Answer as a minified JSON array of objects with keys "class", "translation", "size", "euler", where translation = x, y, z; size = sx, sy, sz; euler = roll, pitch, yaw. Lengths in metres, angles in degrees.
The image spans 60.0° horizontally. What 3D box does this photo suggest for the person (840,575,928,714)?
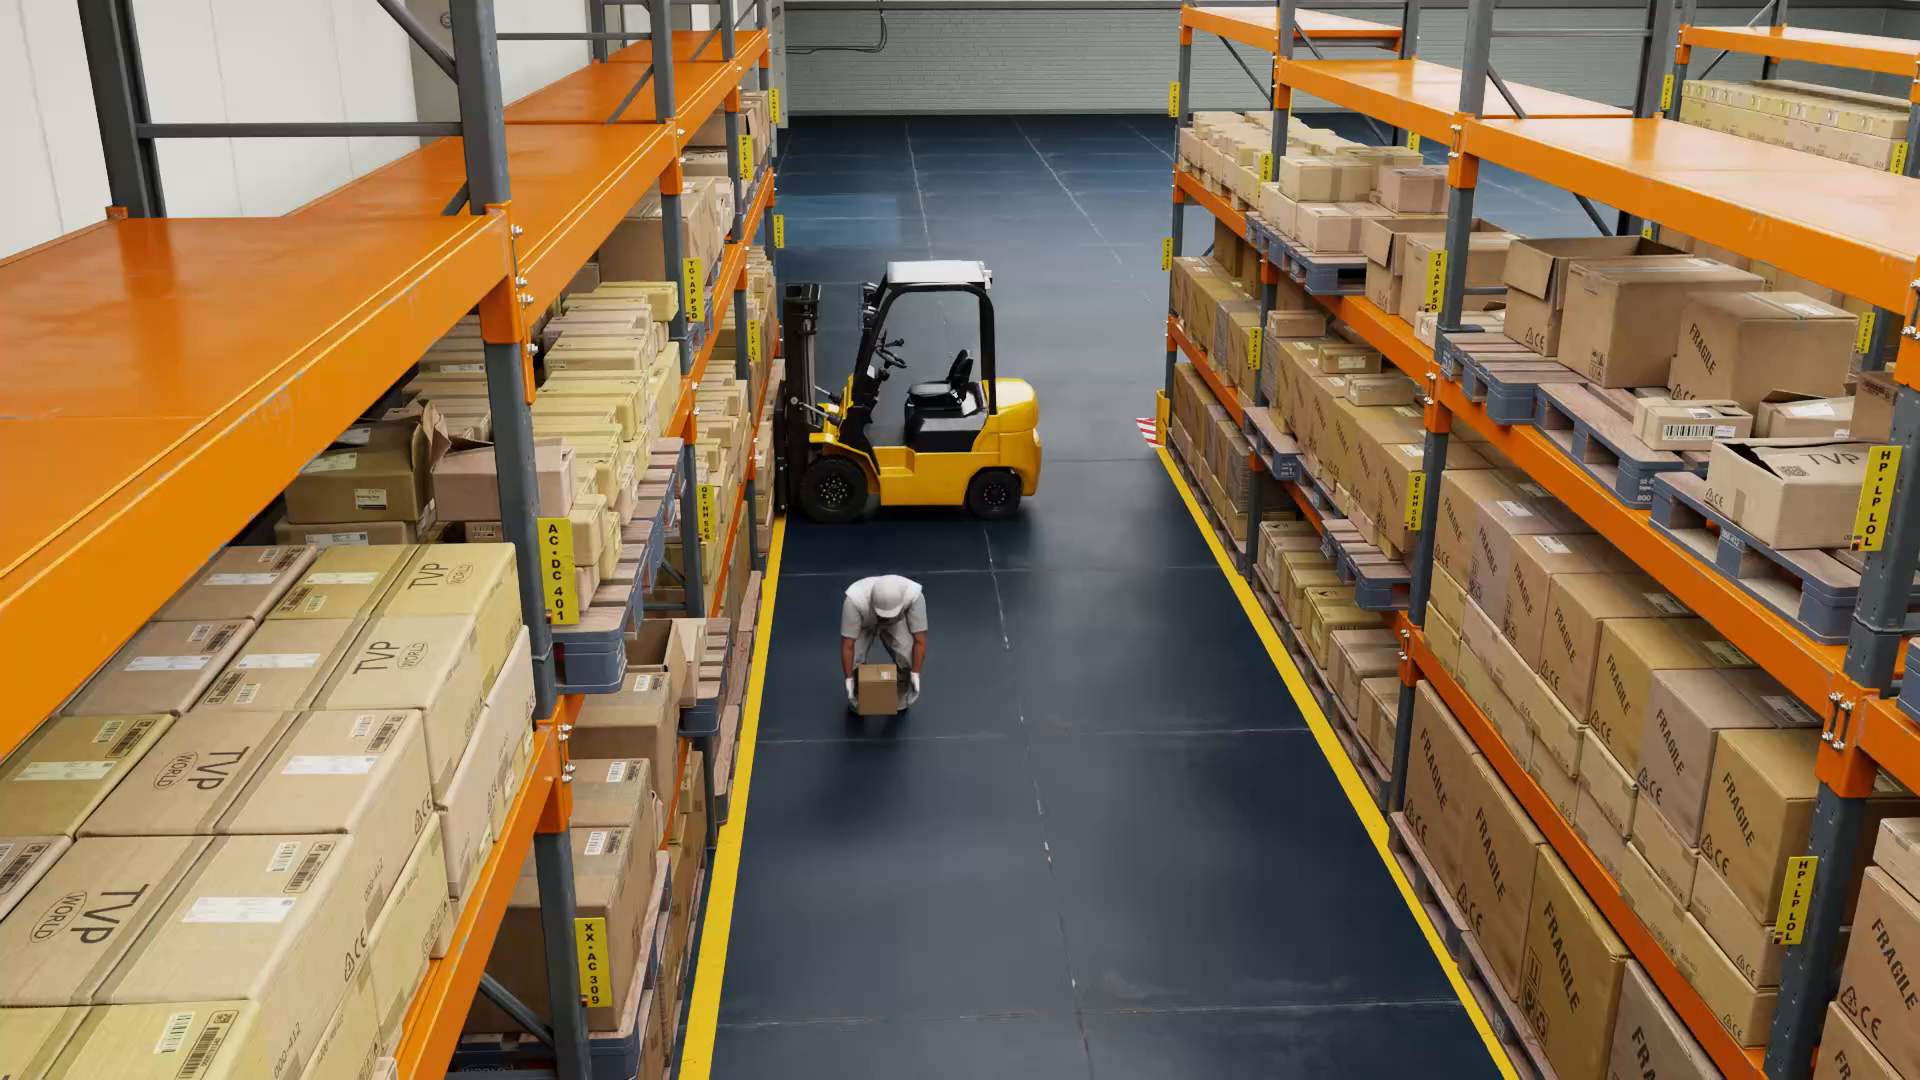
[{"class":"person","translation":[-0.509,0.647,11.158],"size":[0.581,1.090,0.878],"euler":[-1,20,-3]}]
